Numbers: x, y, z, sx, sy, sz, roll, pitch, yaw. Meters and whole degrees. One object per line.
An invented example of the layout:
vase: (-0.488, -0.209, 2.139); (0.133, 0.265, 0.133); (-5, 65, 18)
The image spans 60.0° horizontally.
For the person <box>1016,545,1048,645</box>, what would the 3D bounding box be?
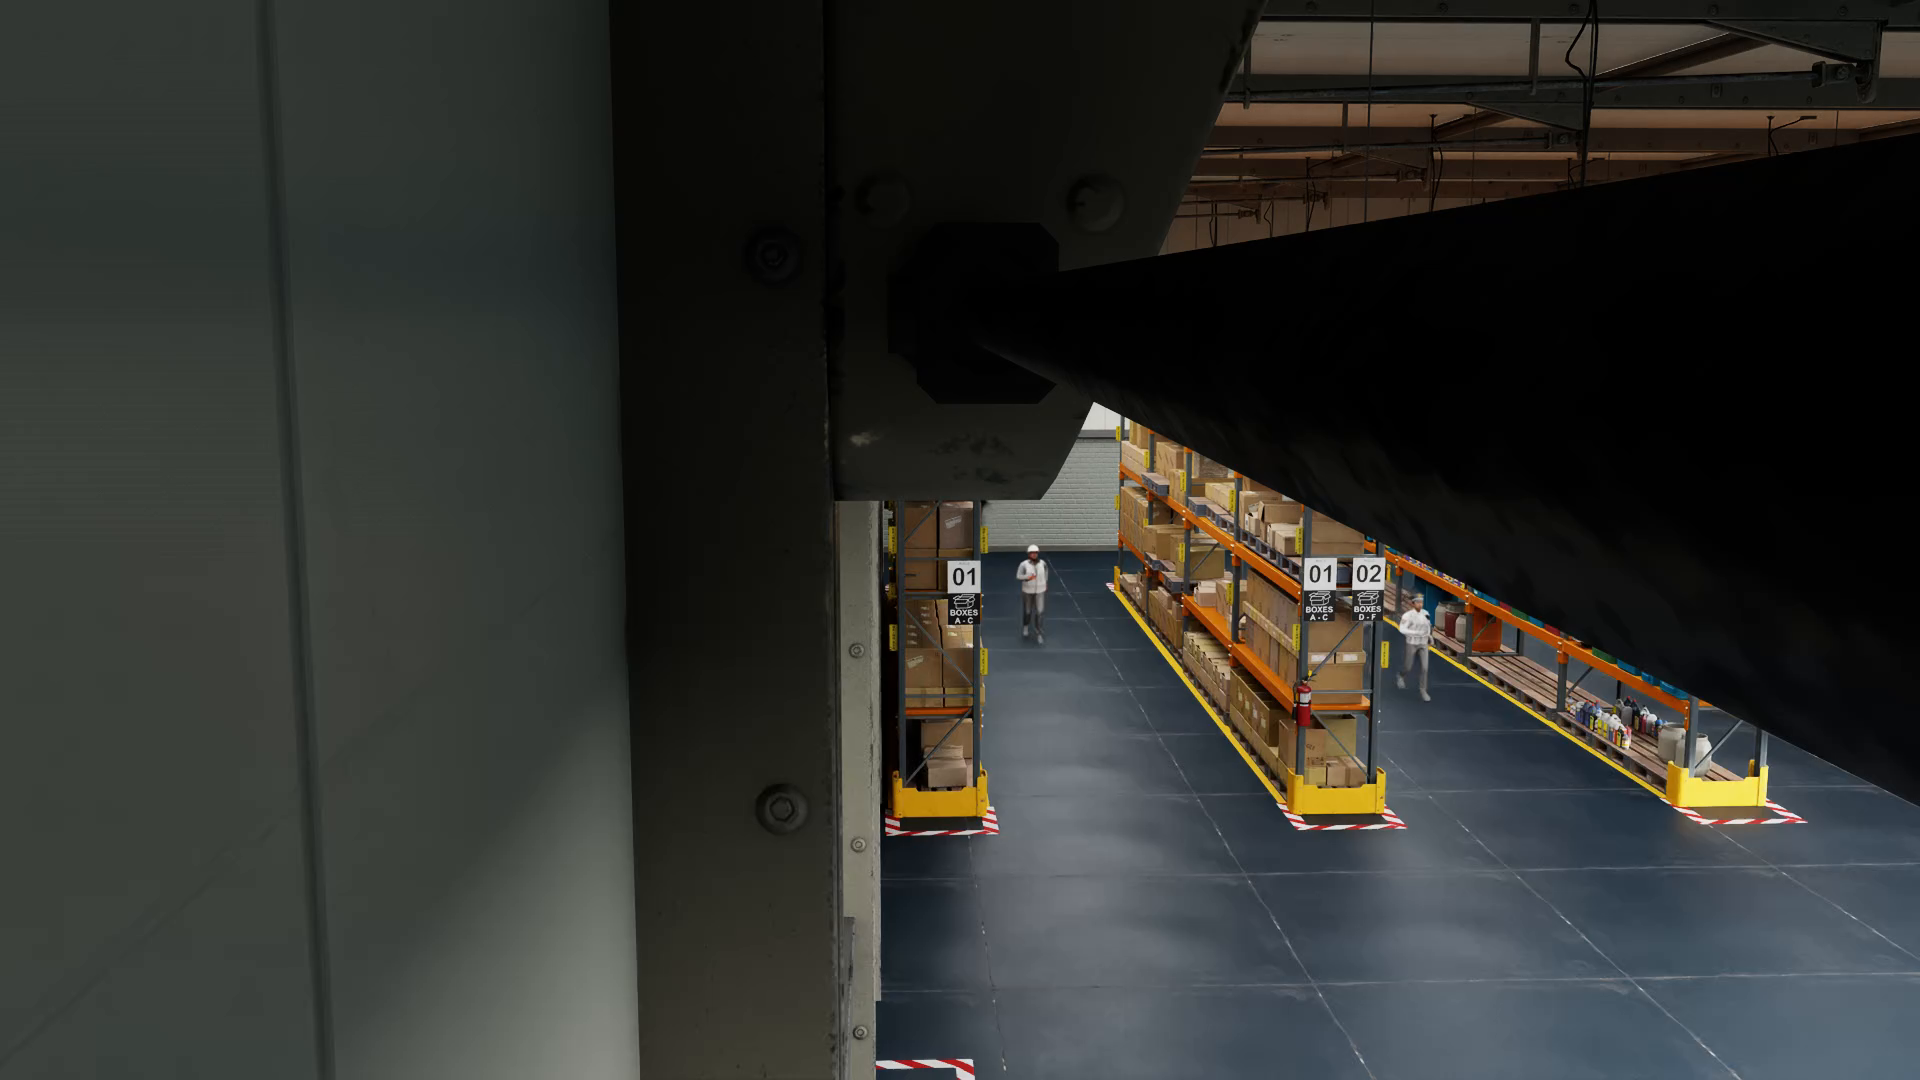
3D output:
person: (1.350, 0.988, 31.005); (0.657, 1.828, 0.829); (-1, 8, -9)

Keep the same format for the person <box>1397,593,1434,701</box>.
person: (7.303, 1.667, 26.595); (0.622, 1.672, 0.905); (-1, 8, -9)
